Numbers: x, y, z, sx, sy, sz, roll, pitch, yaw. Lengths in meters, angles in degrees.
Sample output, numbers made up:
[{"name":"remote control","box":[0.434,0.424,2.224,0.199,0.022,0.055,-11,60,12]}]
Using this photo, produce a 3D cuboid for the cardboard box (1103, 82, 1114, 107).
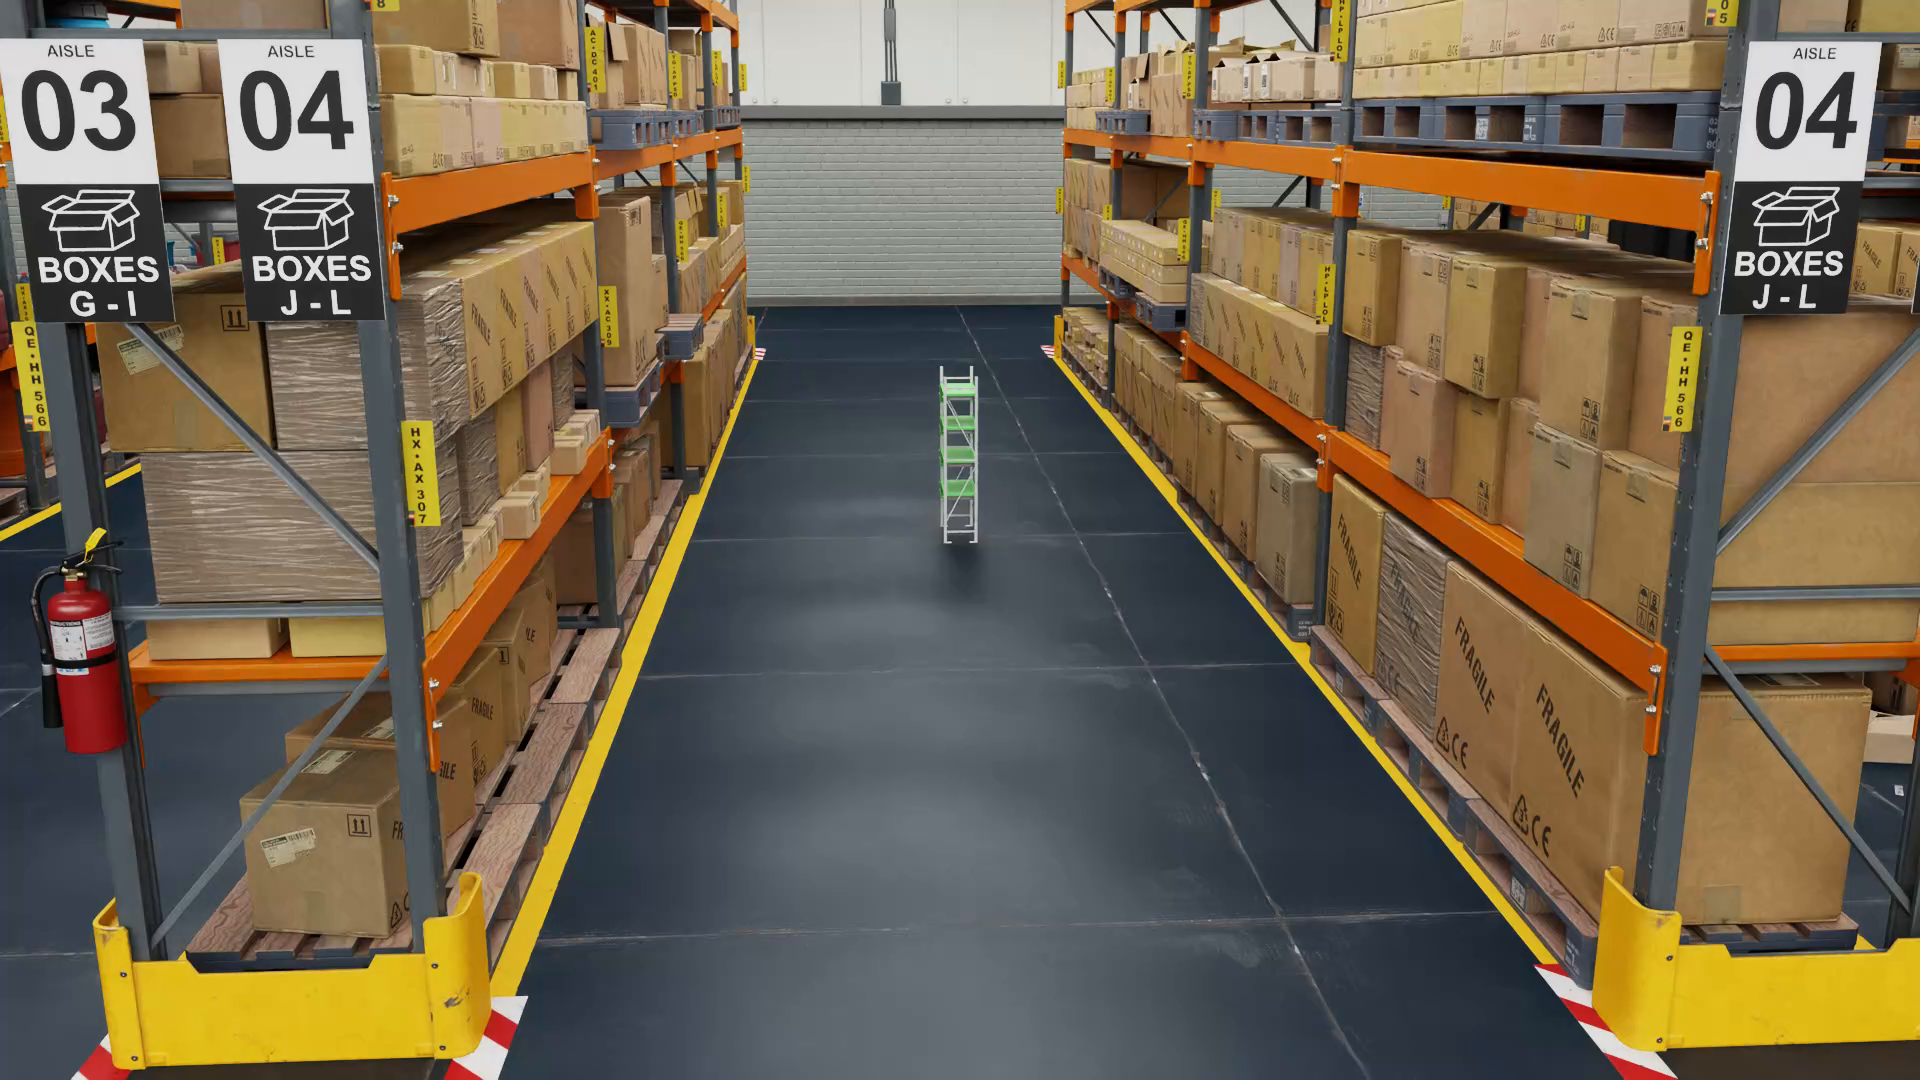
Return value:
[{"name":"cardboard box","box":[1.749,-4.542,16.938,0.500,0.250,0.500,-2,15,-6]}]

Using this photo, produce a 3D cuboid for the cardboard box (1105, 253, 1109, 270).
[{"name":"cardboard box","box":[1.620,-2.717,16.227,0.380,0.149,0.250,-1,14,-3]}]

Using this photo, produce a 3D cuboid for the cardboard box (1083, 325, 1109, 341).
[{"name":"cardboard box","box":[1.595,-2.328,18.738,0.380,0.149,0.250,-1,14,-5]}]

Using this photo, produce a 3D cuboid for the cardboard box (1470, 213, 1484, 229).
[{"name":"cardboard box","box":[6.520,-3.705,20.205,0.500,0.500,0.500,-1,14,-4]}]

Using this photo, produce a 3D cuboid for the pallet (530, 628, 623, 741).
[{"name":"pallet","box":[-2.353,0.749,8.692,1.003,0.211,1.213,-1,14,-3]}]

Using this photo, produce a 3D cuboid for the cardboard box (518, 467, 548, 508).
[{"name":"cardboard box","box":[-2.045,-0.224,7.382,0.380,0.149,0.250,-1,14,-3]}]

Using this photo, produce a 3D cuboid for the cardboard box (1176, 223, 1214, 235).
[{"name":"cardboard box","box":[2.282,-2.951,15.944,0.380,0.149,0.250,-1,14,-5]}]

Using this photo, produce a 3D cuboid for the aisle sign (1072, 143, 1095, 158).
[{"name":"aisle sign","box":[1.479,-5.076,20.520,0.394,0.787,0.004,-1,14,-3]}]

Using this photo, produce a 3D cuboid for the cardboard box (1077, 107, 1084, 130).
[{"name":"cardboard box","box":[1.629,-4.809,18.980,0.500,0.250,0.500,-1,14,-5]}]

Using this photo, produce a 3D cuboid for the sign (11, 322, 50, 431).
[{"name":"sign","box":[-2.737,-0.483,4.928,0.100,0.325,0.005,-1,14,-3]}]

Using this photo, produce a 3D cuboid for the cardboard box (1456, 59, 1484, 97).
[{"name":"cardboard box","box":[2.304,-1.928,6.942,0.380,0.149,0.250,-1,14,-3]}]

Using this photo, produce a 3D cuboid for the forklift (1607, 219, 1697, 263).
[{"name":"forklift","box":[5.253,-1.407,11.613,3.031,2.935,1.130,7,16,26]}]

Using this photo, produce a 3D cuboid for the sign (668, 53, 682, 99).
[{"name":"sign","box":[-2.136,-3.474,12.451,0.100,0.325,0.005,-1,14,-3]}]

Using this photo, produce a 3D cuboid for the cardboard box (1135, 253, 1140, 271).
[{"name":"cardboard box","box":[1.729,-2.412,14.445,0.380,0.149,0.250,-1,14,-4]}]

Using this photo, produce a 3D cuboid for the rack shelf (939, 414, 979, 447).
[{"name":"rack shelf","box":[-0.010,-0.793,11.993,0.258,0.148,0.480,-1,14,-3]}]

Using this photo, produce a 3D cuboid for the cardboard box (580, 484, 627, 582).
[{"name":"cardboard box","box":[-2.457,-0.043,10.305,0.700,0.500,0.500,-1,14,-4]}]

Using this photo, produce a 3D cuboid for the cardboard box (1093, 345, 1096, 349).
[{"name":"cardboard box","box":[1.678,-2.110,18.488,0.380,0.149,0.250,-1,14,-2]}]

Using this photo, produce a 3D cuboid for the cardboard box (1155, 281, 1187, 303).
[{"name":"cardboard box","box":[1.790,-2.012,13.486,0.380,0.149,0.250,-1,14,-3]}]

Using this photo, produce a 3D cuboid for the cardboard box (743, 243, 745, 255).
[{"name":"cardboard box","box":[-2.823,-3.547,20.298,0.380,0.149,0.250,-1,14,-2]}]

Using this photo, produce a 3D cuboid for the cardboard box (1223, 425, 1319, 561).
[{"name":"cardboard box","box":[2.343,-0.326,10.947,1.050,0.750,0.750,-1,14,-3]}]

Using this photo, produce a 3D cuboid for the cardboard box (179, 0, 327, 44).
[{"name":"cardboard box","box":[-2.531,-2.042,6.123,0.500,0.500,0.500,-1,14,-3]}]

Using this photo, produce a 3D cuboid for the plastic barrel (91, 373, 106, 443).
[{"name":"plastic barrel","box":[-7.738,-1.124,14.373,0.600,0.588,0.708,-1,14,-3]}]

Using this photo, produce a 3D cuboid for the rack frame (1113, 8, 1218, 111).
[{"name":"rack frame","box":[2.031,-5.714,16.177,1.000,3.000,0.127,-1,14,-3]}]

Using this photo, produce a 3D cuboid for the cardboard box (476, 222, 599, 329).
[{"name":"cardboard box","box":[-2.127,-1.337,8.399,0.500,0.500,0.500,-1,14,-3]}]

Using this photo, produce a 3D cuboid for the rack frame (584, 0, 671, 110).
[{"name":"rack frame","box":[-2.678,-4.668,12.111,1.000,3.000,0.127,-1,14,-3]}]

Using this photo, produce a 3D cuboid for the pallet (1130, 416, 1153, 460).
[{"name":"pallet","box":[2.160,-0.961,15.337,1.003,0.211,1.213,-1,14,-3]}]

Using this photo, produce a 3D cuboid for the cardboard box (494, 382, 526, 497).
[{"name":"cardboard box","box":[-2.347,-0.475,7.055,0.875,0.500,0.500,-1,14,-3]}]

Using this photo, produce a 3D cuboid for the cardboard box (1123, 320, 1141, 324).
[{"name":"cardboard box","box":[2.101,-2.463,19.262,0.380,0.149,0.250,-1,14,-5]}]

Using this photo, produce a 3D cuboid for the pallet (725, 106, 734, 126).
[{"name":"pallet","box":[-3.038,-4.674,18.330,1.003,0.211,1.213,-1,14,-3]}]

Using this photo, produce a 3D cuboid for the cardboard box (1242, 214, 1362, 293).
[{"name":"cardboard box","box":[2.364,-1.982,11.502,0.700,0.500,0.500,-1,14,-4]}]

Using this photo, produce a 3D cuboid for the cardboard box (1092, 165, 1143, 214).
[{"name":"cardboard box","box":[1.695,-3.727,17.688,0.500,0.500,0.500,-1,14,-5]}]

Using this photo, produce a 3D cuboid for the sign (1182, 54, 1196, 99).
[{"name":"sign","box":[1.737,-3.510,12.589,0.100,0.325,0.005,-1,14,-3]}]

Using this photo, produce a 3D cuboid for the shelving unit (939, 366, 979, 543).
[{"name":"shelving unit","box":[-0.010,-0.622,12.037,0.258,1.200,0.503,-1,14,-3]}]

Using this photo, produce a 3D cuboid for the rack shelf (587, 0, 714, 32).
[{"name":"rack shelf","box":[-2.802,-4.624,14.183,1.077,0.370,4.000,-1,14,-3]}]

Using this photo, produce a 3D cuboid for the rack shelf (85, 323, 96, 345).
[{"name":"rack shelf","box":[-7.745,-1.835,14.584,1.077,0.370,4.000,-1,14,-3]}]

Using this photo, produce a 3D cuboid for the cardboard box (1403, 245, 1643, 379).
[{"name":"cardboard box","box":[2.562,-1.051,7.625,0.875,0.550,0.550,-1,14,-3]}]

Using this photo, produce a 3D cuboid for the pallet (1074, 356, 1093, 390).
[{"name":"pallet","box":[1.876,-1.929,19.101,1.003,0.211,1.213,-1,14,-3]}]

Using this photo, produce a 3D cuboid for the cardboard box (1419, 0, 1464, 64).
[{"name":"cardboard box","box":[2.342,-2.219,7.270,0.500,0.250,0.500,-1,14,-4]}]

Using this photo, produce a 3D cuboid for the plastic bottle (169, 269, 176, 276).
[{"name":"plastic bottle","box":[-7.499,-2.437,15.728,0.152,0.276,0.135,-1,14,-3]}]

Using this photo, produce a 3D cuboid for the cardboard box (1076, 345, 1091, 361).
[{"name":"cardboard box","box":[1.562,-2.175,19.340,0.380,0.149,0.250,-2,15,-6]}]

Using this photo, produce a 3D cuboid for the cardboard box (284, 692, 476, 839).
[{"name":"cardboard box","box":[-2.275,0.930,6.565,0.500,0.500,0.500,3,15,11]}]

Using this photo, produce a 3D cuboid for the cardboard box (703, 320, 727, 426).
[{"name":"cardboard box","box":[-2.810,-1.551,15.456,1.225,0.875,0.875,-1,14,-5]}]

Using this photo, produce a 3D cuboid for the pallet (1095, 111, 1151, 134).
[{"name":"pallet","box":[1.963,-4.016,15.971,1.213,0.211,1.003,-1,14,-3]}]

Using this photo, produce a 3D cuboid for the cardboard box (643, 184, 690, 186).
[{"name":"cardboard box","box":[-3.344,-3.810,19.015,0.500,0.500,0.500,-1,14,-5]}]

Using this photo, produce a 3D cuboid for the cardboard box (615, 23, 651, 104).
[{"name":"cardboard box","box":[-2.340,-3.141,10.989,0.500,0.500,0.500,-1,14,-2]}]

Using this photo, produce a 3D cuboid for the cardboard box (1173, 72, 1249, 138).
[{"name":"cardboard box","box":[1.990,-3.454,13.209,0.500,0.500,0.500,-1,14,-3]}]

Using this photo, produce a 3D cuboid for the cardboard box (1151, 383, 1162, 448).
[{"name":"cardboard box","box":[1.949,-1.096,14.440,0.500,0.500,0.500,0,14,-1]}]

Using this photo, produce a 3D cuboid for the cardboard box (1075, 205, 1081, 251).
[{"name":"cardboard box","box":[1.612,-3.626,19.301,0.500,0.500,0.500,-1,14,-3]}]

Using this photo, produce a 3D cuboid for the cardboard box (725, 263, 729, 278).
[{"name":"cardboard box","box":[-2.645,-2.846,17.570,0.380,0.149,0.250,0,14,-2]}]

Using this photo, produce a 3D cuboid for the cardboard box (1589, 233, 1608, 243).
[{"name":"cardboard box","box":[6.711,-2.966,16.833,0.500,0.250,0.500,-1,14,-5]}]

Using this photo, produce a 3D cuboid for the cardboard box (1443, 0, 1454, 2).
[{"name":"cardboard box","box":[2.290,-2.376,7.083,0.380,0.149,0.250,-1,14,-4]}]

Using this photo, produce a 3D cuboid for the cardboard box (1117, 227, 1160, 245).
[{"name":"cardboard box","box":[1.663,-2.815,15.415,0.380,0.149,0.250,-1,14,-4]}]

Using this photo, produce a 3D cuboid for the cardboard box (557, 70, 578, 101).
[{"name":"cardboard box","box":[-2.121,-2.265,8.290,0.380,0.149,0.250,0,14,-2]}]

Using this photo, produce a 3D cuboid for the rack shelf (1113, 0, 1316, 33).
[{"name":"rack shelf","box":[2.155,-4.675,14.383,1.077,0.370,4.000,-1,14,-3]}]

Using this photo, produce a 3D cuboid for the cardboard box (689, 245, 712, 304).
[{"name":"cardboard box","box":[-2.561,-2.441,15.293,0.500,0.500,0.500,-1,14,-4]}]

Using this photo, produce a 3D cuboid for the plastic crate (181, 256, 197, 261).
[{"name":"plastic crate","box":[-8.277,-3.011,18.118,0.293,0.136,0.466,-1,14,-3]}]
